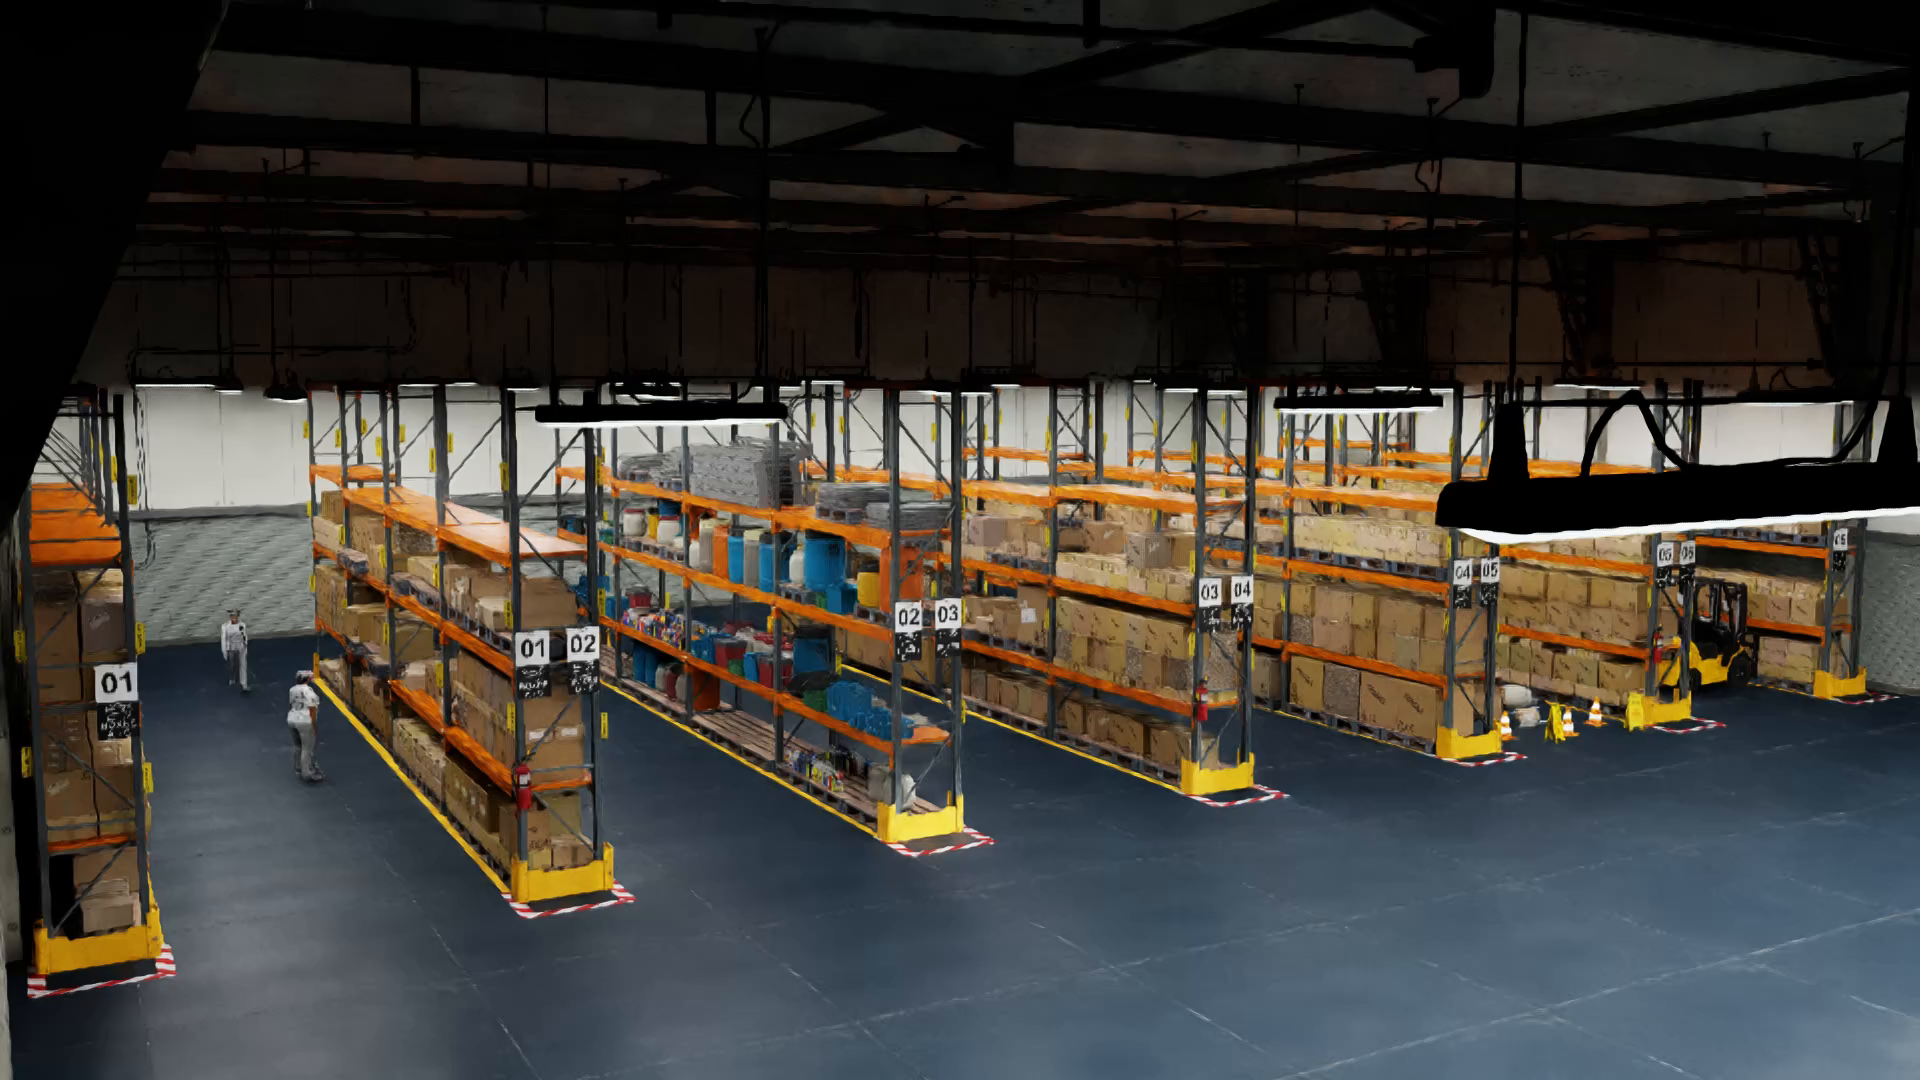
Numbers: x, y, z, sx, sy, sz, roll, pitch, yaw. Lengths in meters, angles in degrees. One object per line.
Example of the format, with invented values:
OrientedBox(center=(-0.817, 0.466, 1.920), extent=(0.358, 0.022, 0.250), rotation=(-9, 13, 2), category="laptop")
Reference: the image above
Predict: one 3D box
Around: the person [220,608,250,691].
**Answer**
OrientedBox(center=(-14.051, 2.098, 32.215), extent=(0.495, 1.589, 1.086), rotation=(-3, 7, -27), category="person")

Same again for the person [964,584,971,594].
OrientedBox(center=(0.103, 1.778, 34.671), extent=(0.493, 1.725, 0.578), rotation=(0, 6, 2), category="person")

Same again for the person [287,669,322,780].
OrientedBox(center=(-9.987, 2.801, 25.362), extent=(0.533, 1.671, 0.449), rotation=(4, 7, 30), category="person")
